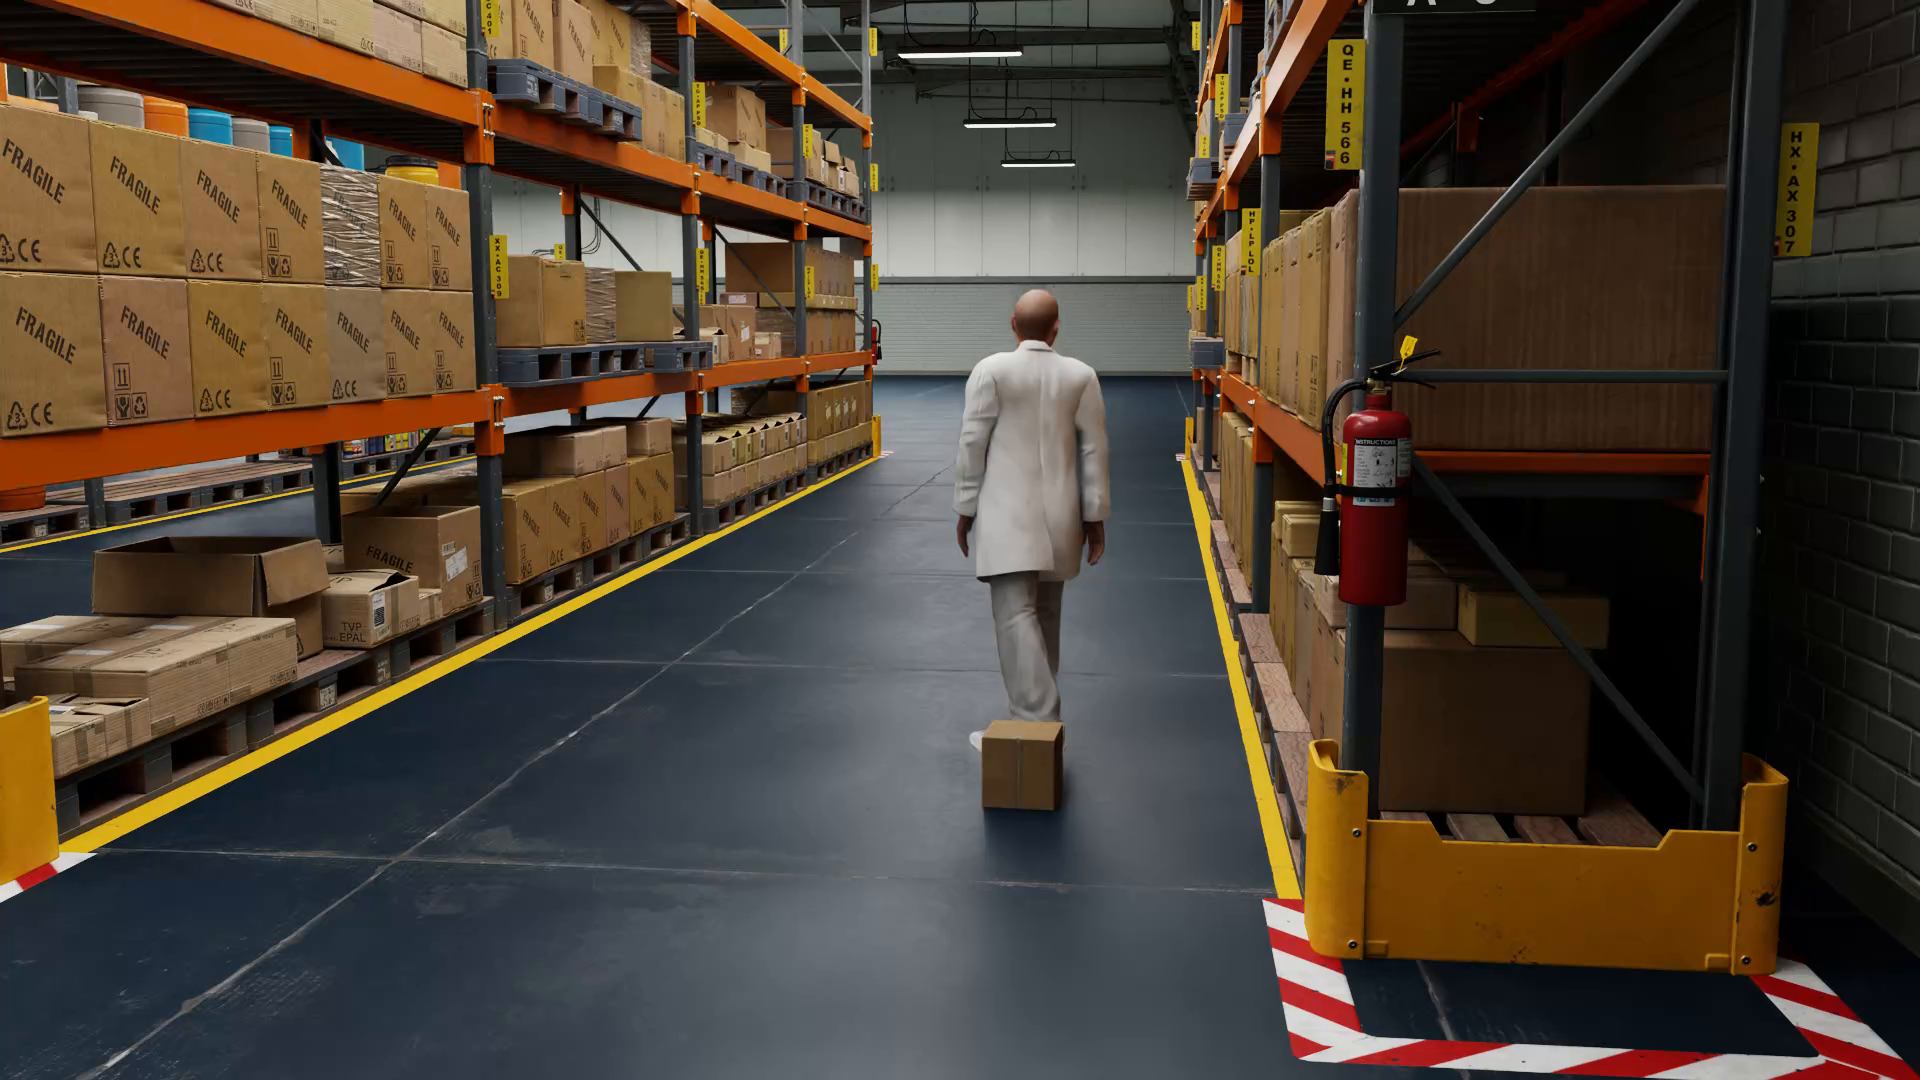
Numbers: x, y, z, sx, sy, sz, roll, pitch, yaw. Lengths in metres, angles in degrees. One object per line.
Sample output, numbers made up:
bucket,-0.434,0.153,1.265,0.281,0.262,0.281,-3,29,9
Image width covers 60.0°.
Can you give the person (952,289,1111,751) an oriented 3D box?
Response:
person,0.290,-0.074,6.409,0.613,1.769,0.667,-3,8,-20
